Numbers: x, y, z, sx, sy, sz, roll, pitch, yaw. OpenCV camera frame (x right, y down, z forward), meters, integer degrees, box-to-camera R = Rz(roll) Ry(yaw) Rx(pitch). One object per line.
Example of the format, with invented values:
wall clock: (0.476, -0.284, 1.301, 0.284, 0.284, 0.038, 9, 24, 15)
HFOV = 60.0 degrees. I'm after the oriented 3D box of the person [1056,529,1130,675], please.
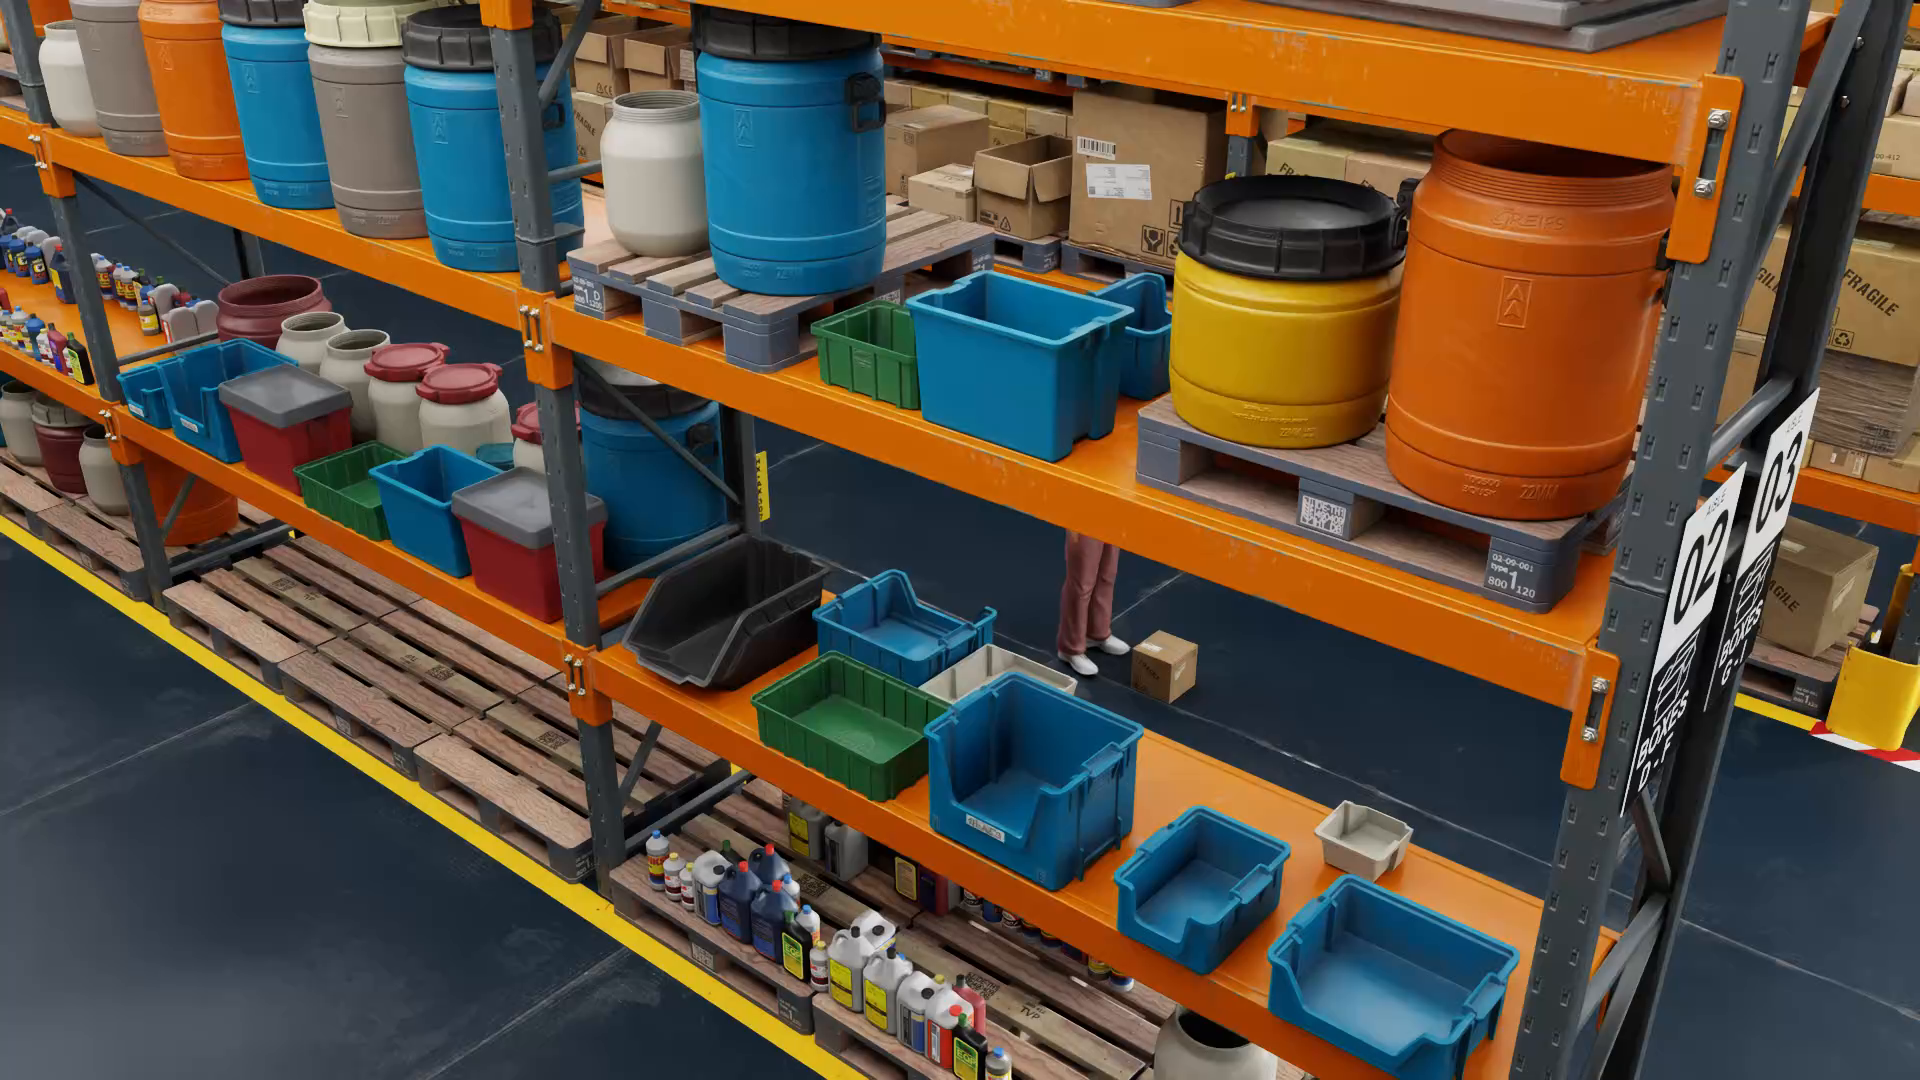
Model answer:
person: (0.719, -0.111, 8.821, 0.351, 1.674, 0.447, 22, 35, 36)
